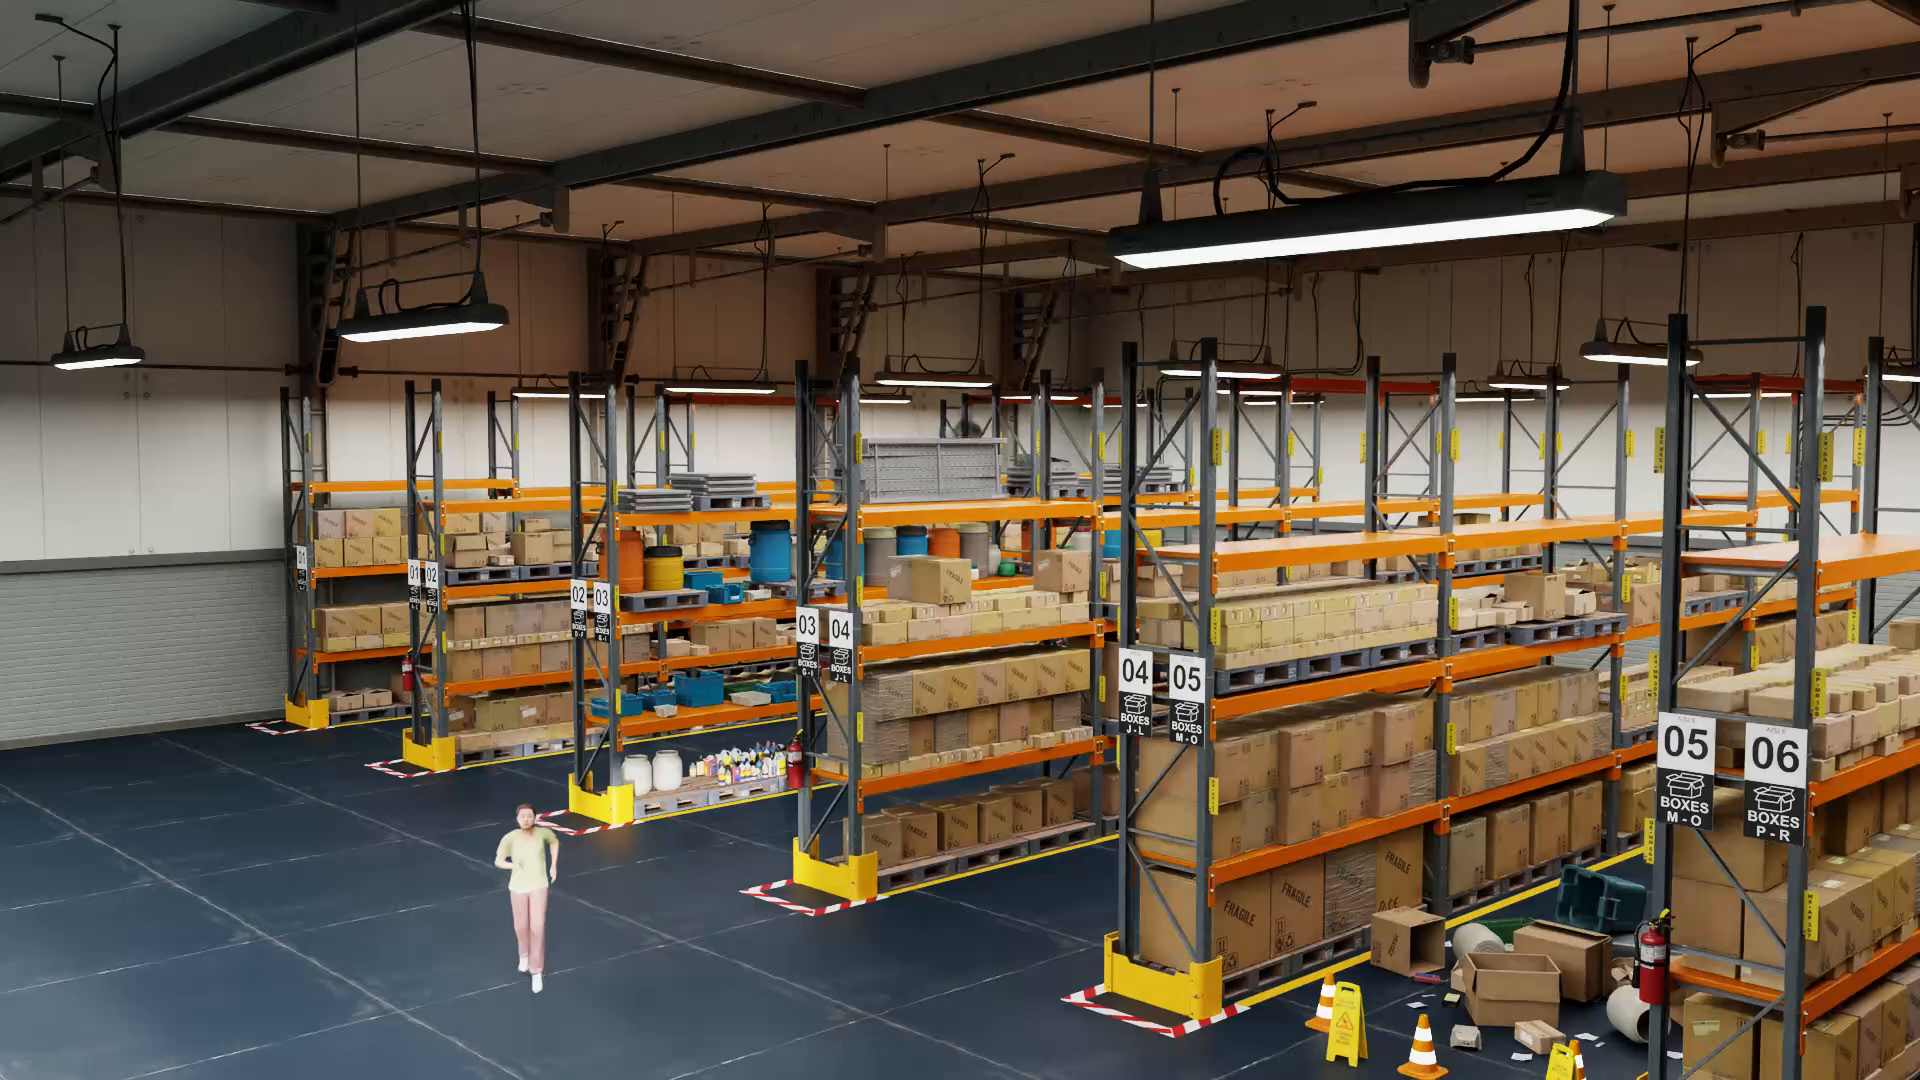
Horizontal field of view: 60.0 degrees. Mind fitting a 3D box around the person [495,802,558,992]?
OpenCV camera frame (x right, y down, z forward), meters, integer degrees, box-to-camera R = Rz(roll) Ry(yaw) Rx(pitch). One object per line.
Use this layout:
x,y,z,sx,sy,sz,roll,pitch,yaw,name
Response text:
-4.081,3.322,15.681,0.564,1.737,0.780,-1,4,-11,person
